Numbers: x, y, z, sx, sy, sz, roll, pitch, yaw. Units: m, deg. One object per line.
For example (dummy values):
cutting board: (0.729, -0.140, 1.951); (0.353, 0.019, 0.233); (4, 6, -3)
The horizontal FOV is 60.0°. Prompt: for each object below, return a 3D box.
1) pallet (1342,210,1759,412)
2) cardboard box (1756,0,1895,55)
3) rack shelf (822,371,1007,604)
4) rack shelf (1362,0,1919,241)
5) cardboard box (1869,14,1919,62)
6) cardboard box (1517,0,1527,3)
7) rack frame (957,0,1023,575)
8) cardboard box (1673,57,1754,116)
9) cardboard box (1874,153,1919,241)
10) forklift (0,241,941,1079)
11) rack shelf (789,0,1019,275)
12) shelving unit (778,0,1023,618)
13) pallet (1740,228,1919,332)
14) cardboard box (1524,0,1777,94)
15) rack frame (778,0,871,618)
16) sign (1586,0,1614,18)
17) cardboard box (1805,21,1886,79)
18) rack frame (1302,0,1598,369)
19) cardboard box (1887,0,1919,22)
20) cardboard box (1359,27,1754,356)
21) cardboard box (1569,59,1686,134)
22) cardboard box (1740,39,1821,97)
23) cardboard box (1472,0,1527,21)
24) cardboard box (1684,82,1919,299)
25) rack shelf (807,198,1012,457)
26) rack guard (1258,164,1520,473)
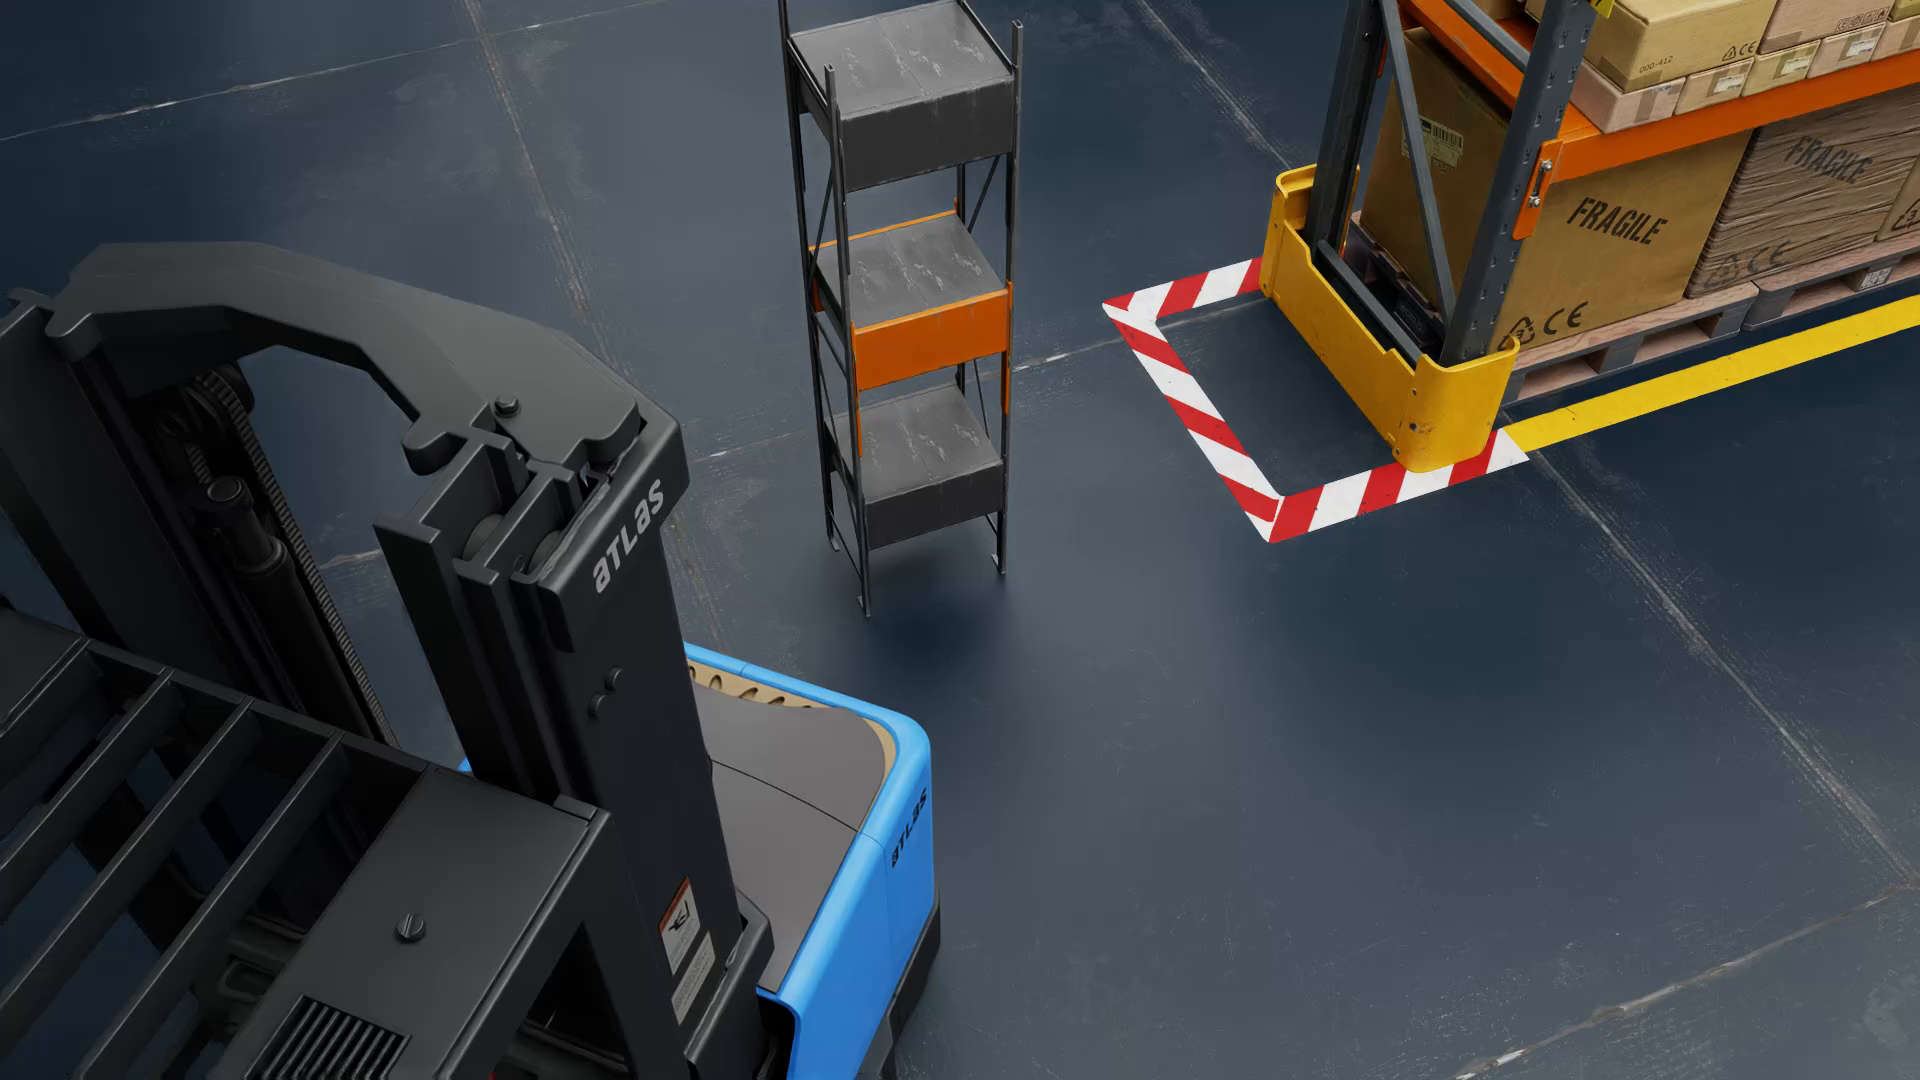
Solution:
pallet: (2.281, -1.043, 6.507); (1.213, 0.211, 1.003); (-17, 52, -14)
cardboard box: (2.595, -1.817, 5.236); (0.500, 0.250, 0.500); (-18, 52, -15)
rack shelf: (-0.153, -0.172, 5.454); (0.480, 0.518, 0.431); (-17, 52, -14)
rack shelf: (3.421, -2.007, 5.971); (4.000, 0.370, 1.077); (-17, 52, -14)
cardboard box: (2.974, -1.752, 5.443); (0.250, 0.149, 0.380); (-18, 52, -15)
cardboard box: (1.918, -2.041, 5.428); (0.500, 0.250, 0.500); (-18, 52, -15)
rack frame: (0.073, -0.707, 4.973); (0.015, 2.100, 0.400); (-17, 52, -14)
cardboard box: (2.260, -1.530, 5.253); (0.250, 0.149, 0.380); (-18, 52, -15)
cardboard box: (3.799, -1.868, 6.501); (0.875, 0.875, 0.875); (-17, 52, -14)
forklift: (-1.070, 1.088, 2.884); (1.130, 2.935, 3.031); (17, 51, 14)
rack shelf: (-0.153, -1.084, 4.392); (0.480, 0.518, 0.431); (-17, 52, -14)
shelving unit: (-0.153, -0.637, 4.913); (0.503, 2.100, 0.431); (-17, 52, -14)
pallet: (3.408, -1.390, 6.805); (1.213, 0.211, 1.003); (-17, 52, -14)
cardboard box: (2.116, -1.664, 5.104); (0.500, 0.250, 0.500); (-18, 52, -15)
rack frame: (-0.379, -0.567, 4.853); (0.015, 2.100, 0.400); (-17, 52, -14)
sign: (1.774, -1.584, 4.510); (0.005, 0.325, 0.100); (-17, 52, -14)
cardboard box: (2.738, -1.680, 5.381); (0.250, 0.149, 0.380); (-18, 52, -15)
rack frame: (1.570, -1.668, 5.205); (0.127, 3.000, 1.000); (-17, 52, -14)
cardboard box: (3.062, -1.959, 5.358); (0.500, 0.250, 0.500); (-19, 52, -15)
cardboard box: (2.132, -1.352, 6.058); (0.875, 0.875, 0.875); (-17, 52, -14)
cardboard box: (2.023, -1.456, 5.189); (0.250, 0.149, 0.380); (-17, 51, -14)
cardboard box: (2.497, -1.604, 5.316); (0.250, 0.149, 0.380); (-18, 52, -15)
cardboard box: (1.775, -1.919, 5.587); (0.250, 0.149, 0.380); (-16, 51, -14)
cardboard box: (2.975, -1.613, 6.282); (0.875, 0.875, 0.875); (-17, 52, -14)
rack shelf: (-0.153, -0.628, 4.923); (0.480, 0.518, 0.431); (-17, 52, -14)
rack guard: (1.548, -0.846, 6.147); (0.348, 0.500, 1.175); (-17, 52, -14)
